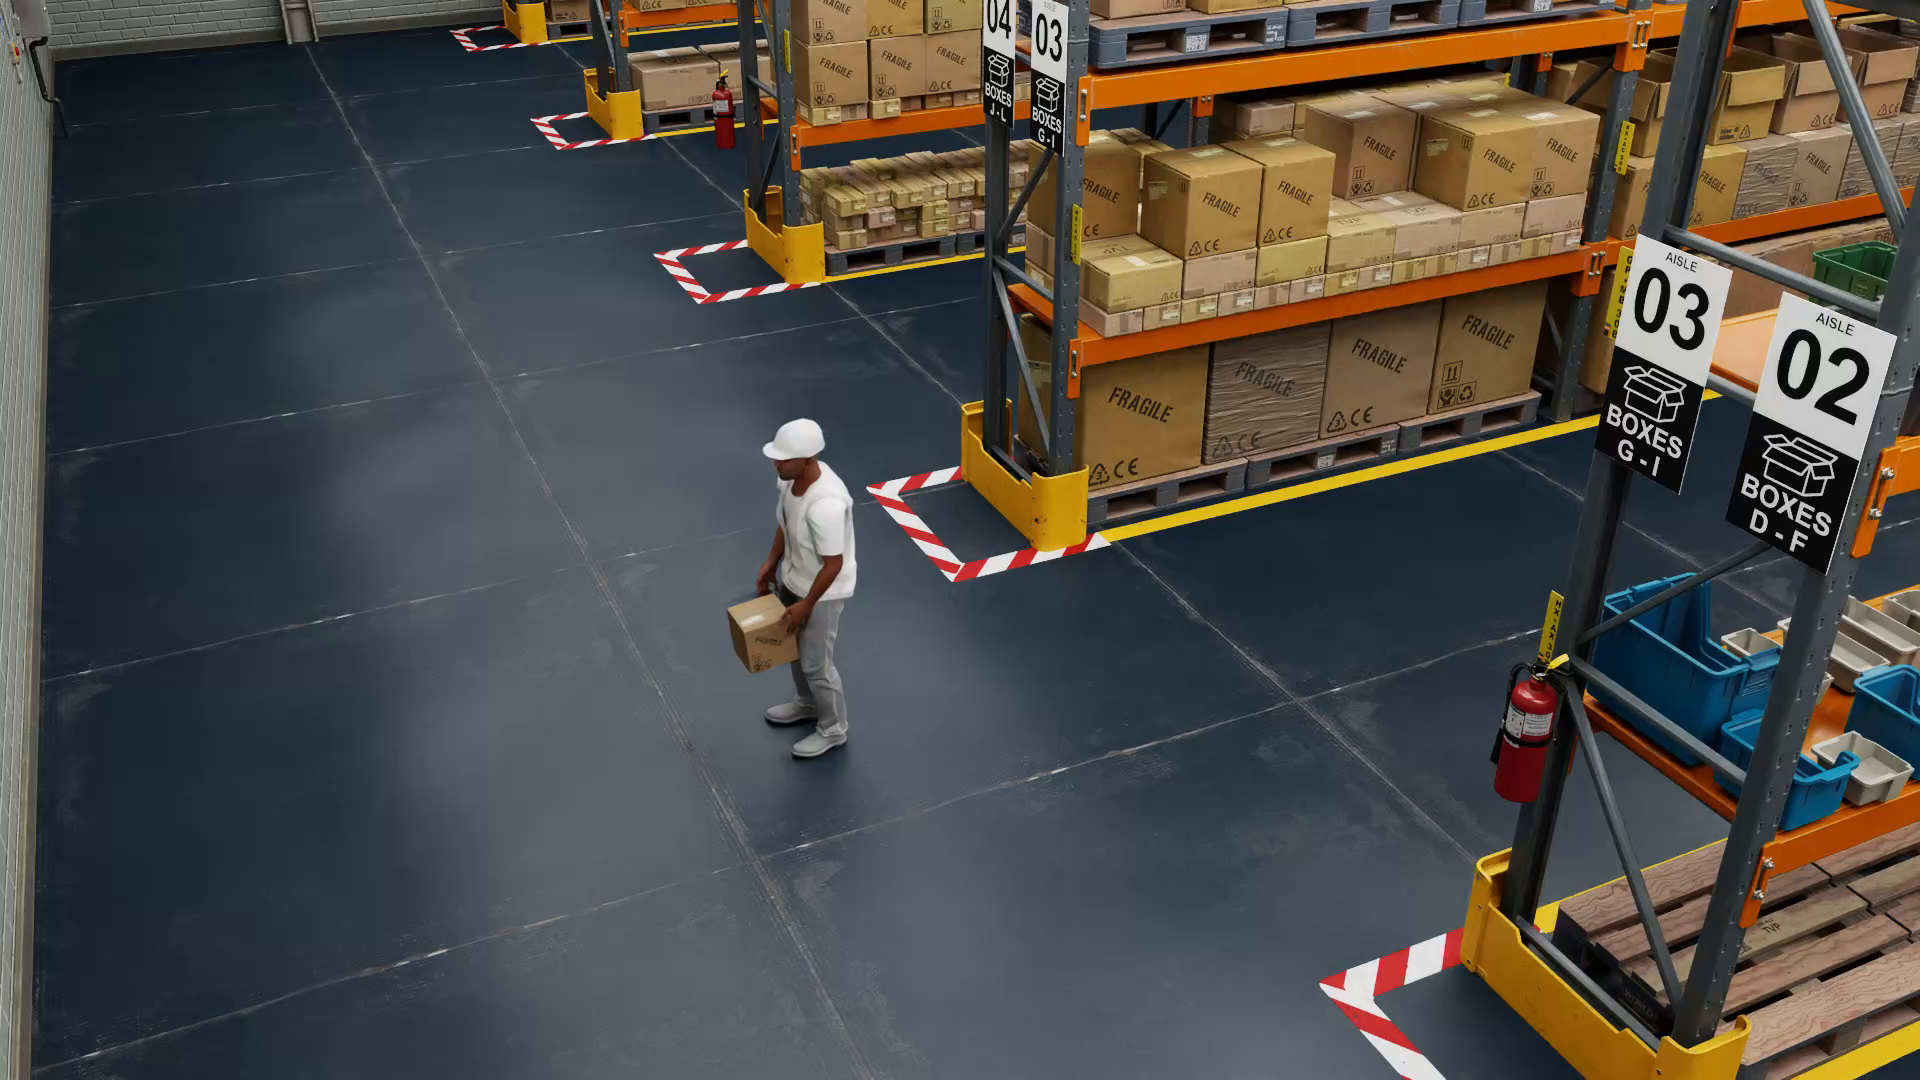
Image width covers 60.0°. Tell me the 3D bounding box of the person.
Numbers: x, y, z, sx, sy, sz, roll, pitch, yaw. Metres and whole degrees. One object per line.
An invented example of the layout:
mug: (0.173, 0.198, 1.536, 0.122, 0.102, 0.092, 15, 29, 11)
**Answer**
person: (-0.729, 0.219, 8.042, 0.434, 1.763, 0.580, -14, 32, -23)
